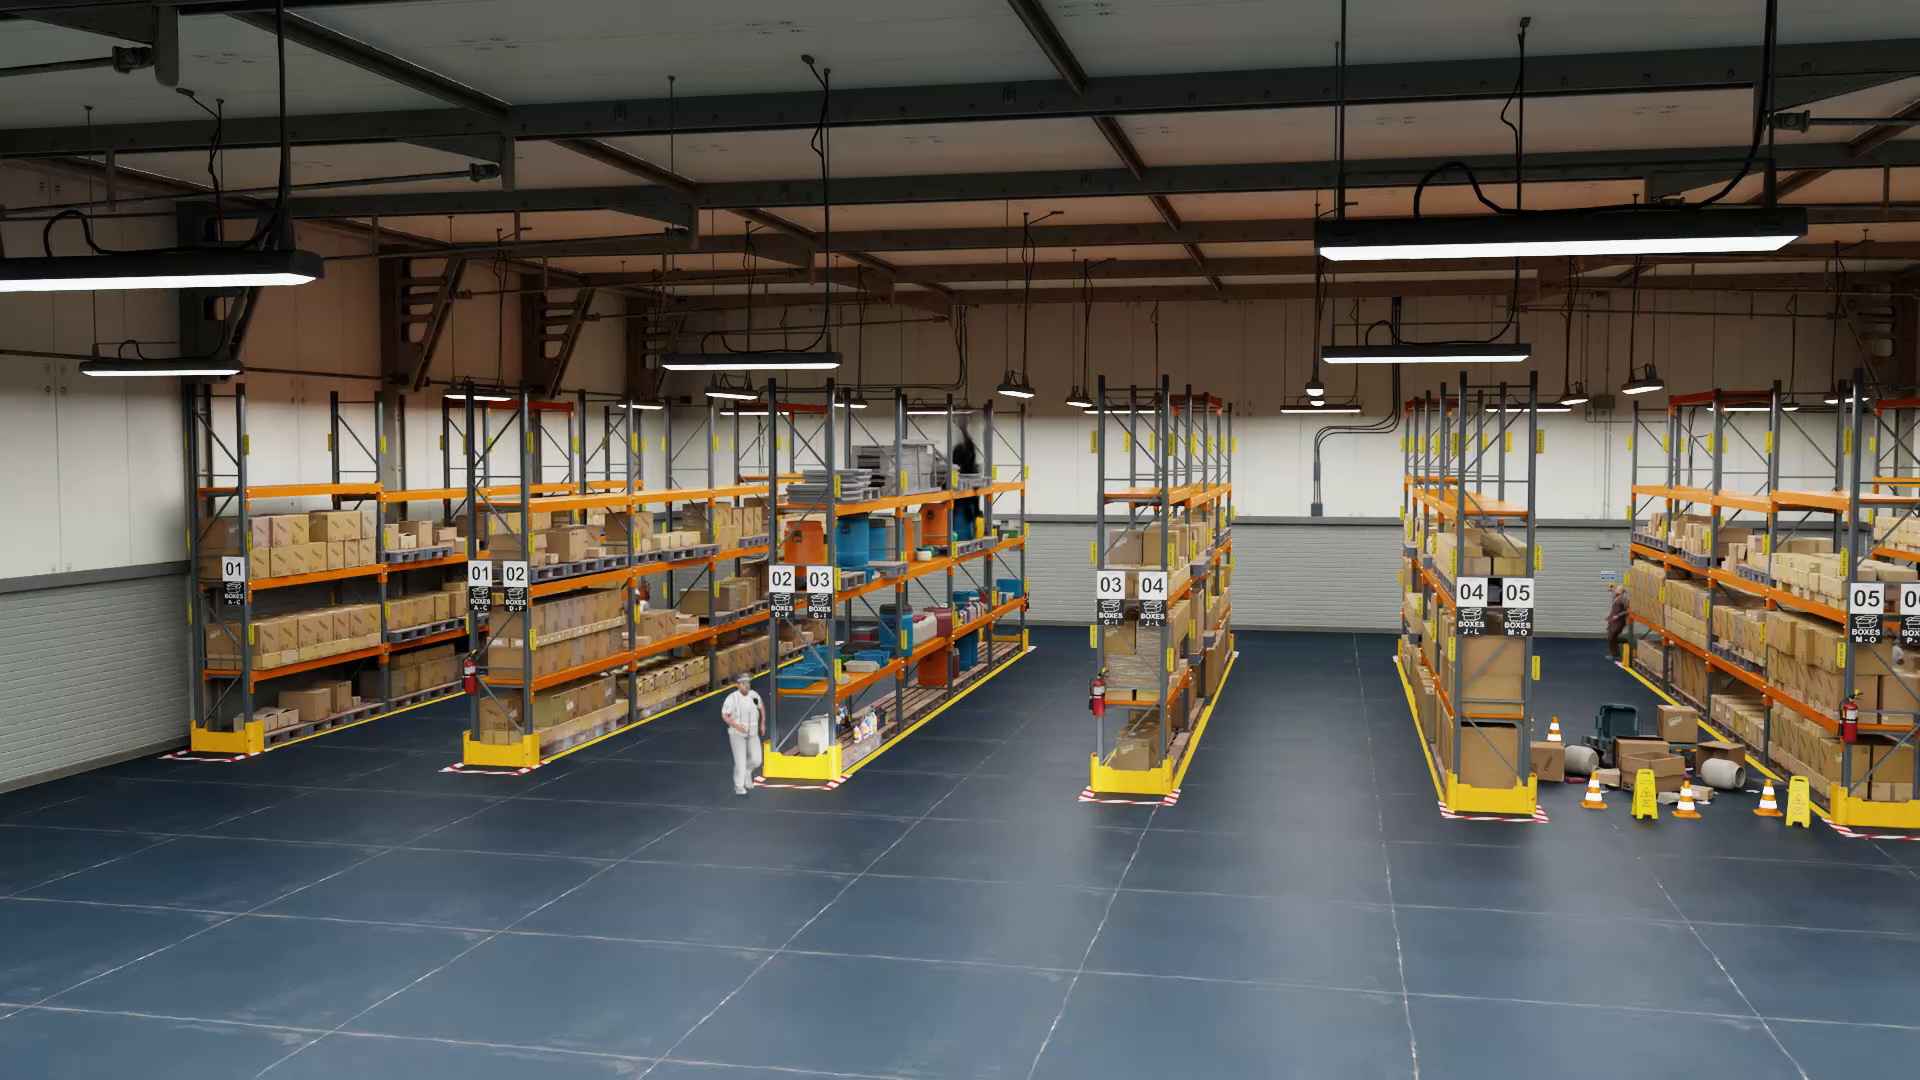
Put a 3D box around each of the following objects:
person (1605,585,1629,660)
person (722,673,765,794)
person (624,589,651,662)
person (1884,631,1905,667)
[{"bbox_3d":[15.403,1.923,38.797,0.678,1.736,0.710,0,3,2],"label":"person"},{"bbox_3d":[-3.068,2.763,23.858,0.708,1.739,0.615,-2,4,-31],"label":"person"},{"bbox_3d":[-7.243,1.979,37.426,0.685,1.790,0.967,0,3,4],"label":"person"},{"bbox_3d":[16.771,2.485,30.022,0.575,1.668,0.796,0,3,1],"label":"person"}]
